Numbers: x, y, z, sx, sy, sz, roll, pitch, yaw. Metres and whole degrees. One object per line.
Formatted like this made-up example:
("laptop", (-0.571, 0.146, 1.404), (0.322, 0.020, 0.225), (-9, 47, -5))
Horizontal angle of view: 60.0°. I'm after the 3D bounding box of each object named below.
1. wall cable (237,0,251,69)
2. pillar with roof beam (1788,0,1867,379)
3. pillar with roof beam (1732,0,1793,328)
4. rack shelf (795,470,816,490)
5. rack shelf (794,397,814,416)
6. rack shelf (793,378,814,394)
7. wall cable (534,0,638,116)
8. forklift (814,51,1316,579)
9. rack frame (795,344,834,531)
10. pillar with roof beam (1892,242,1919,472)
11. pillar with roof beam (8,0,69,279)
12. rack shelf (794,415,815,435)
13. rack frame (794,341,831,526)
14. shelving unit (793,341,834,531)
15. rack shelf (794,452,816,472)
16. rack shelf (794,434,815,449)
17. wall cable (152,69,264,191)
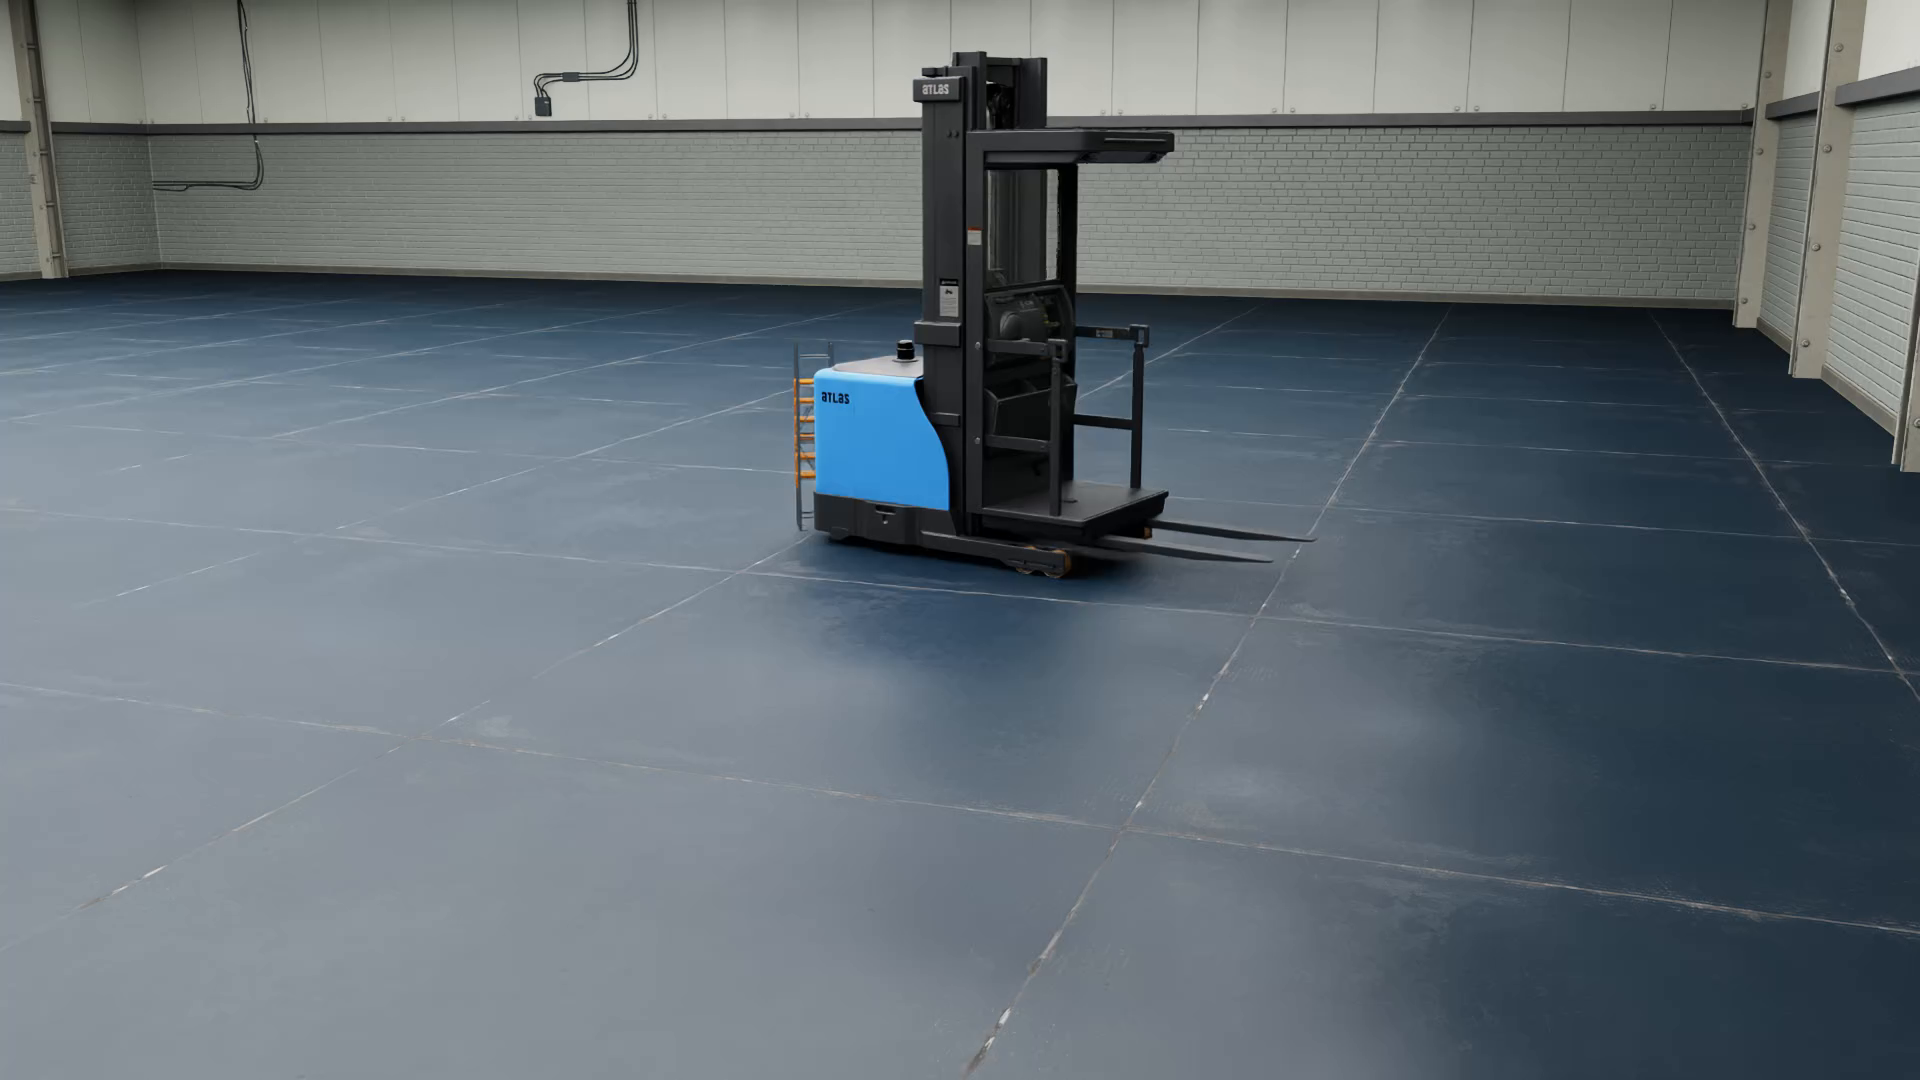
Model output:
("wall cable", (-13.703, -11.018, 34.168), (3.097, 2.526, 0.112), (4, 14, 18))
("pillar with roof beam", (5.324, -6.518, 18.824), (9.100, 9.000, 0.400), (4, 14, 18))
("pillar with roof beam", (7.265, -7.782, 24.359), (9.100, 9.000, 0.400), (4, 14, 18))
("rack shelf", (-0.934, -0.390, 10.764), (0.258, 0.103, 0.180), (-2, 12, -8))
("rack shelf", (-0.934, -0.860, 10.669), (0.258, 0.103, 0.180), (-2, 12, -8))
("rack shelf", (-0.934, -0.978, 10.646), (0.258, 0.103, 0.180), (-2, 12, -8))
("wall cable", (-7.285, -11.236, 31.851), (2.305, 6.003, 0.169), (4, 14, 18))
("forklift", (0.593, -1.341, 9.776), (3.031, 2.935, 1.130), (8, 15, 32))
("rack frame", (-0.921, -0.651, 10.619), (0.240, 1.200, 0.006), (-2, 12, -8))
("pillar with roof beam", (3.383, -5.255, 13.289), (9.100, 9.000, 0.400), (4, 14, 18))
("pillar with roof beam", (-14.394, -9.430, 31.580), (9.100, 9.000, 0.400), (4, 14, 18))
("rack shelf", (-0.934, -0.743, 10.693), (0.258, 0.103, 0.180), (-2, 12, -8))
("rack frame", (-0.948, -0.686, 10.797), (0.240, 1.200, 0.006), (-2, 12, -8))
("shelving unit", (-0.934, -0.669, 10.708), (0.258, 1.200, 0.189), (-2, 12, -8))
("rack shelf", (-0.934, -0.507, 10.740), (0.258, 0.103, 0.180), (-2, 12, -8))
("rack shelf", (-0.934, -0.625, 10.717), (0.258, 0.103, 0.180), (-2, 12, -8))
("wall cable", (-16.263, -8.751, 35.584), (3.097, 2.526, 0.112), (4, 14, 18))
